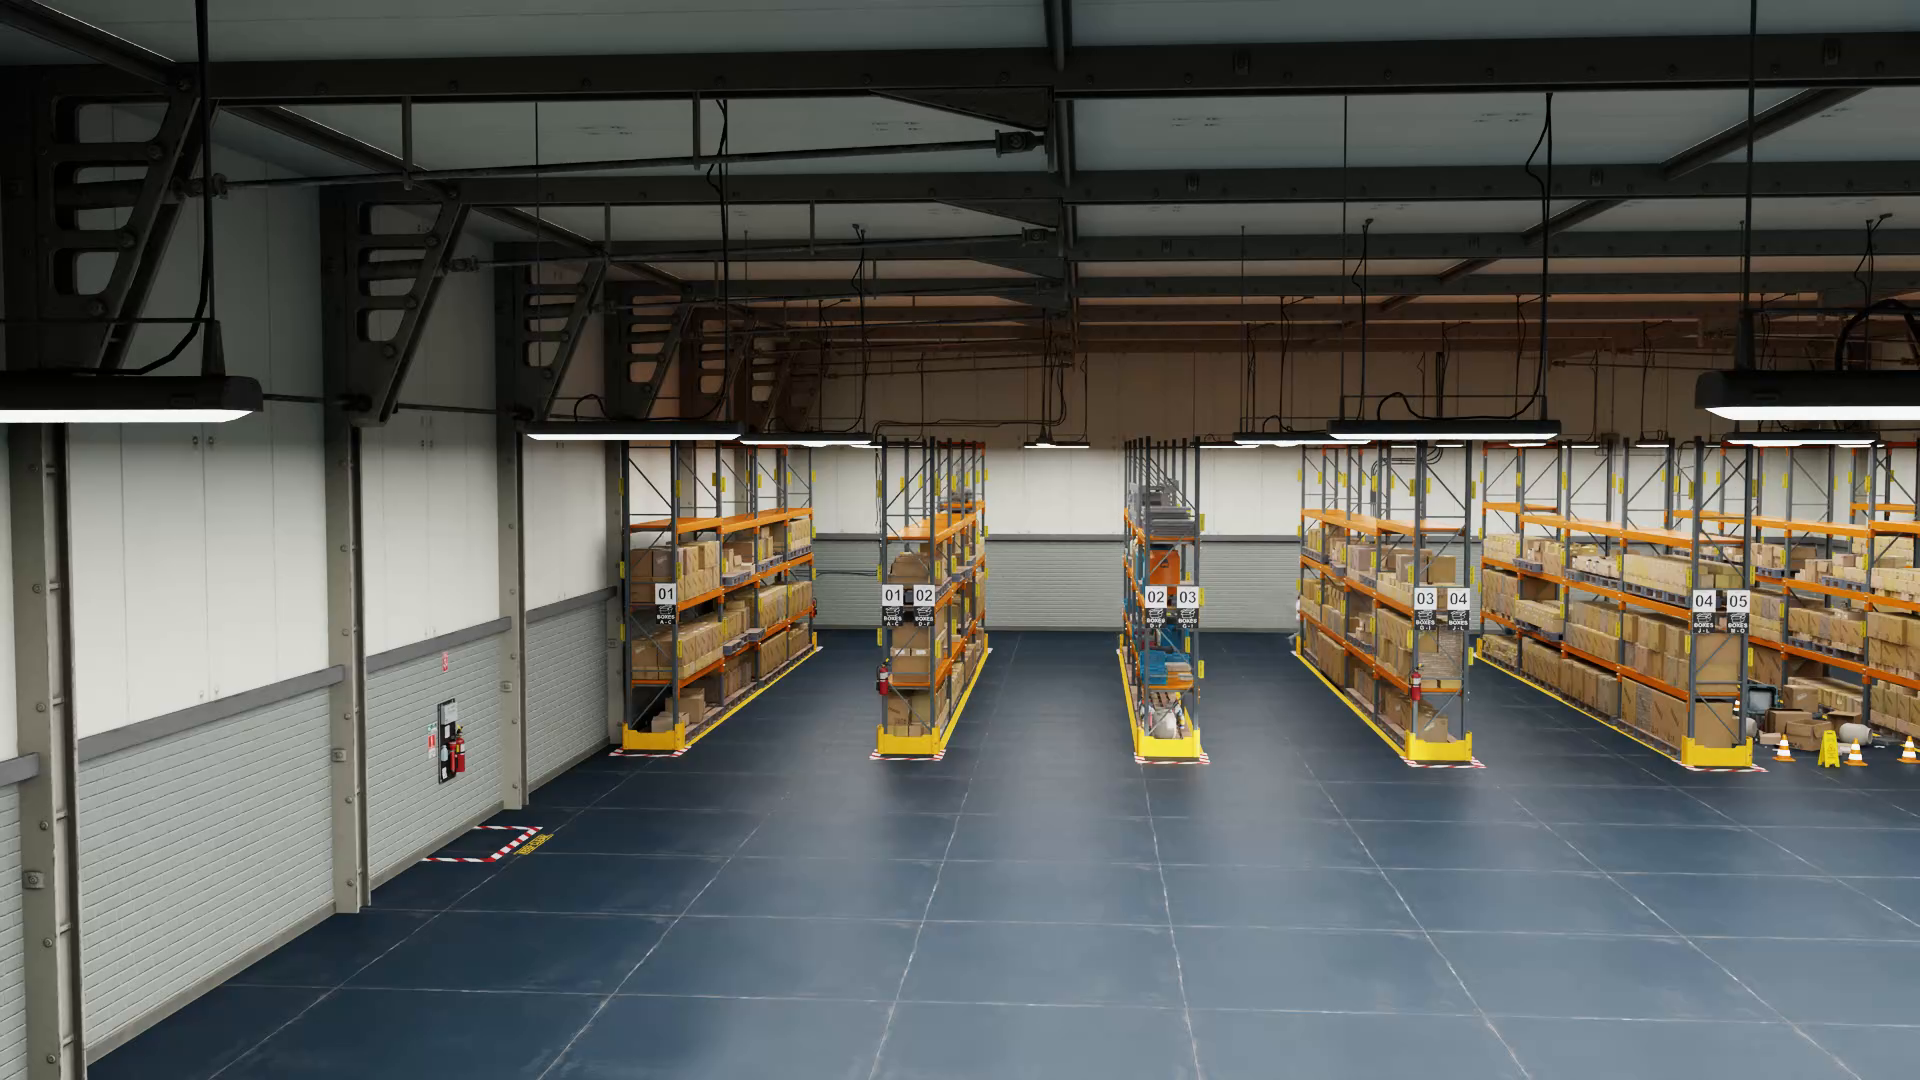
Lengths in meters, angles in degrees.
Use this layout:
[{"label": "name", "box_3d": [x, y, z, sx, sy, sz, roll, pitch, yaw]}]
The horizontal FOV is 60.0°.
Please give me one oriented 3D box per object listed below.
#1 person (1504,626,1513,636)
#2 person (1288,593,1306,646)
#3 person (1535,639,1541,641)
[{"label": "person", "box_3d": [15.738, 2.416, 47.386, 0.651, 1.565, 0.536, -1, 3, -16]}, {"label": "person", "box_3d": [9.865, 2.318, 48.151, 0.657, 1.665, 0.605, 1, 3, 16]}, {"label": "person", "box_3d": [16.580, 2.413, 46.914, 0.947, 1.678, 0.515, -1, 3, -23]}]
